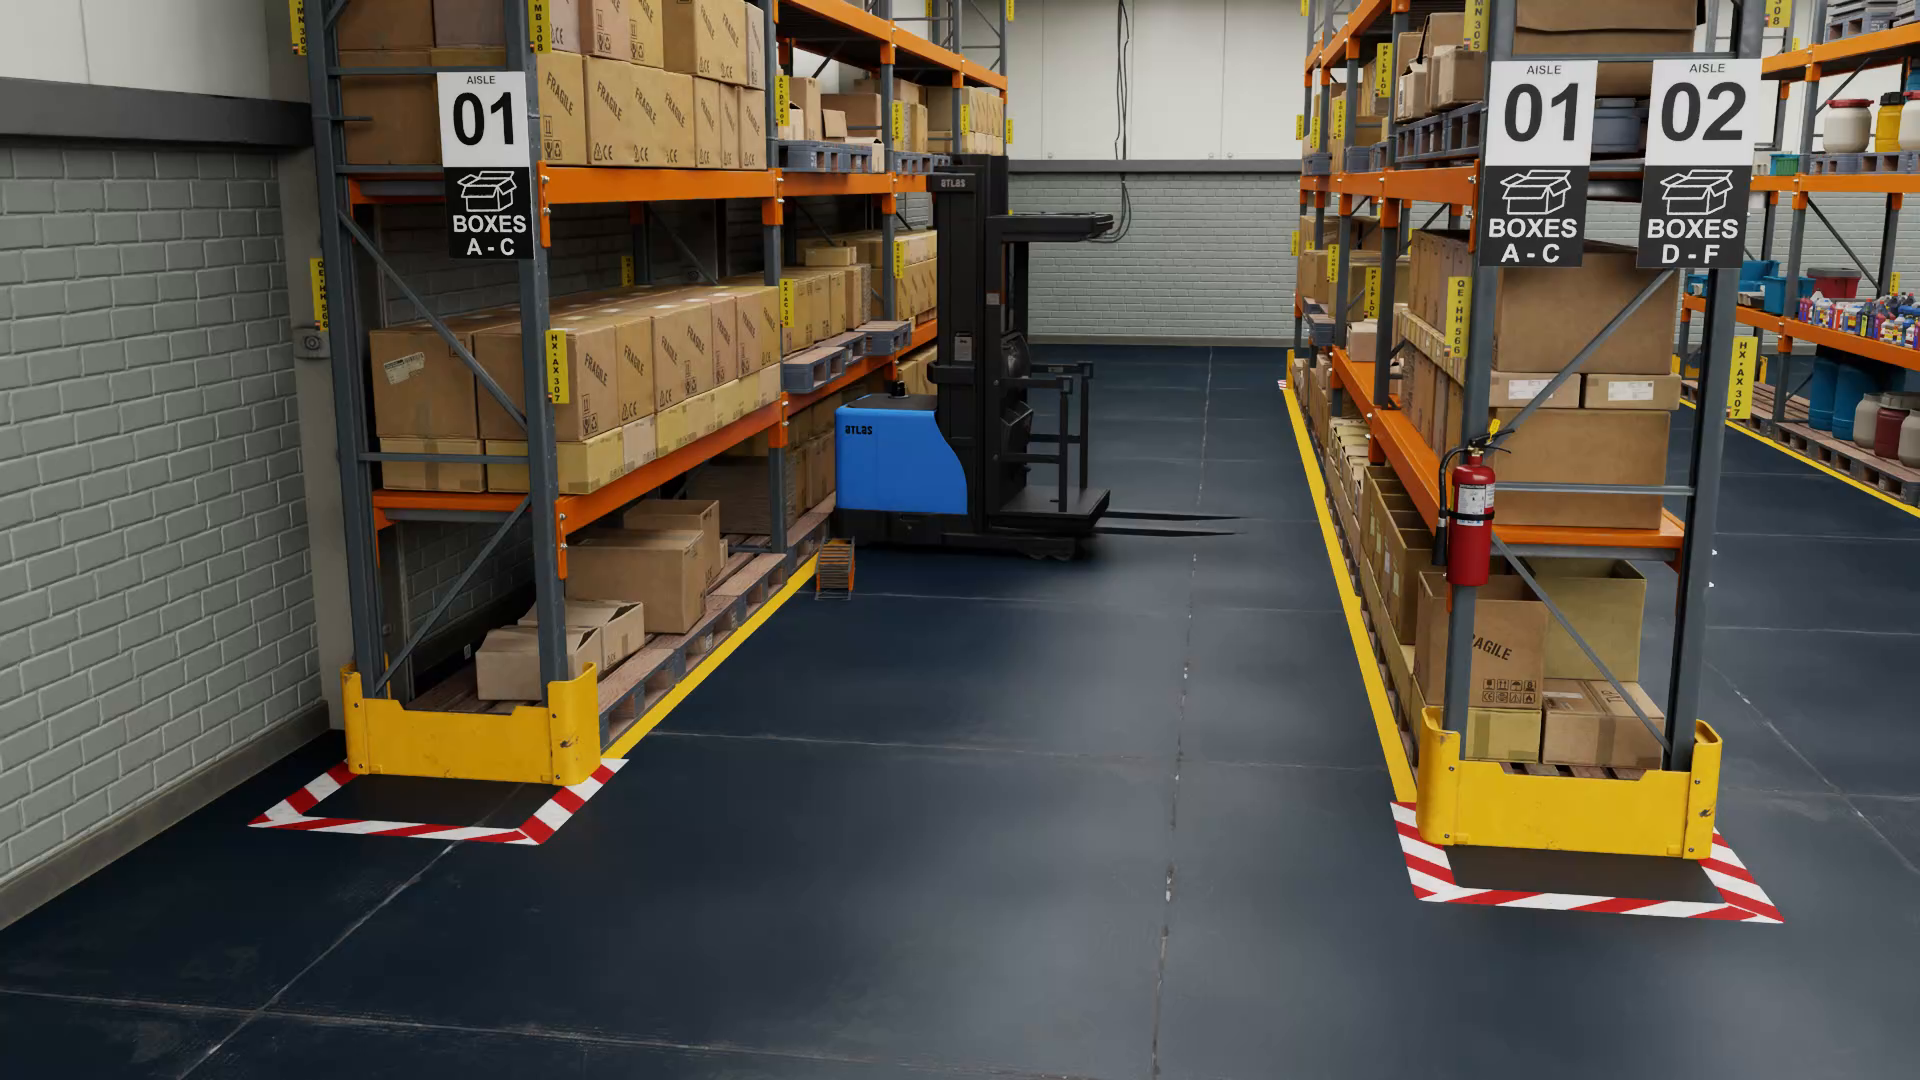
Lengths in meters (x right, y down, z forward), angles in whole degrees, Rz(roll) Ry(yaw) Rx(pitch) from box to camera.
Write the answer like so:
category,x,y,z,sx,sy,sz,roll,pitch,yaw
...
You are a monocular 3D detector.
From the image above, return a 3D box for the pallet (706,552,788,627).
category,x,y,z,sx,sy,sz,roll,pitch,yaw
pallet,-1.783,0.307,11.066,1.003,0.211,1.213,2,12,9

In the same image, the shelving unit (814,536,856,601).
category,x,y,z,sx,sy,sz,roll,pitch,yaw
shelving unit,-0.871,0.189,11.651,0.258,0.189,1.200,0,12,-2

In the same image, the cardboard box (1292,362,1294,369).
category,x,y,z,sx,sy,sz,roll,pitch,yaw
cardboard box,4.623,-2.280,22.177,0.380,0.149,0.250,2,12,9

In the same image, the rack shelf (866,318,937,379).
category,x,y,z,sx,sy,sz,roll,pitch,yaw
rack shelf,-0.792,-2.094,17.297,1.077,0.370,4.000,2,12,9

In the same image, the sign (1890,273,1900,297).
category,x,y,z,sx,sy,sz,roll,pitch,yaw
sign,9.848,-2.658,17.550,0.100,0.325,0.005,2,12,9

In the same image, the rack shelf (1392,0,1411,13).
category,x,y,z,sx,sy,sz,roll,pitch,yaw
rack shelf,2.873,-3.006,8.239,1.077,0.370,4.000,2,12,9

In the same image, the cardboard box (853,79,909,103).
category,x,y,z,sx,sy,sz,roll,pitch,yaw
cardboard box,-0.819,-4.665,17.336,0.500,0.250,0.500,1,12,7

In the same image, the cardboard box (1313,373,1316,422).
category,x,y,z,sx,sy,sz,roll,pitch,yaw
cardboard box,4.025,-1.491,17.682,0.500,0.500,0.500,2,12,9

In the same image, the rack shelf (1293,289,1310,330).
category,x,y,z,sx,sy,sz,roll,pitch,yaw
rack shelf,4.719,-2.767,20.420,1.077,0.370,4.000,2,12,9

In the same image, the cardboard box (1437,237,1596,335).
category,x,y,z,sx,sy,sz,roll,pitch,yaw
cardboard box,2.887,-1.314,8.654,0.700,0.500,0.500,2,12,9

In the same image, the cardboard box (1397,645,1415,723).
category,x,y,z,sx,sy,sz,roll,pitch,yaw
cardboard box,2.421,0.709,8.114,0.500,0.250,0.500,2,12,9

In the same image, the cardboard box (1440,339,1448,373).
category,x,y,z,sx,sy,sz,roll,pitch,yaw
cardboard box,2.634,-0.926,8.391,0.380,0.149,0.250,2,12,10

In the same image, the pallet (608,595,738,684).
category,x,y,z,sx,sy,sz,roll,pitch,yaw
pallet,-1.968,0.562,9.884,1.003,0.211,1.213,2,12,9

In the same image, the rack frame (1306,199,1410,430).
category,x,y,z,sx,sy,sz,roll,pitch,yaw
rack frame,4.411,-2.702,18.412,1.000,3.000,0.127,2,12,9

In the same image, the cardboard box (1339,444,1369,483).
category,x,y,z,sx,sy,sz,roll,pitch,yaw
cardboard box,3.194,-0.583,12.776,0.500,0.311,0.500,2,12,8

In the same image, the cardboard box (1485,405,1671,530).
category,x,y,z,sx,sy,sz,roll,pitch,yaw
cardboard box,2.650,-0.350,7.260,0.700,0.500,0.500,2,12,9

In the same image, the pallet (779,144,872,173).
category,x,y,z,sx,sy,sz,roll,pitch,yaw
pallet,-1.358,-2.912,12.712,1.213,0.211,1.003,2,12,9

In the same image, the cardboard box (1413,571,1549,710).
category,x,y,z,sx,sy,sz,roll,pitch,yaw
cardboard box,2.354,0.447,7.550,0.500,0.500,0.500,2,12,9

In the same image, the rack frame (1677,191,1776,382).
category,x,y,z,sx,sy,sz,roll,pitch,yaw
rack frame,9.920,-3.374,21.528,1.000,3.000,0.127,2,12,9

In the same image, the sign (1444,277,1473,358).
category,x,y,z,sx,sy,sz,roll,pitch,yaw
sign,2.032,-0.907,6.769,0.100,0.325,0.005,2,12,9

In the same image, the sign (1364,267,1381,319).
category,x,y,z,sx,sy,sz,roll,pitch,yaw
sign,2.643,-1.580,10.643,0.100,0.325,0.005,2,12,9

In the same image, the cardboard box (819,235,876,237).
category,x,y,z,sx,sy,sz,roll,pitch,yaw
cardboard box,-1.120,-2.917,16.639,0.500,0.250,0.500,2,12,7

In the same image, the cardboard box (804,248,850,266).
category,x,y,z,sx,sy,sz,roll,pitch,yaw
cardboard box,-1.157,-2.470,14.514,0.380,0.149,0.250,0,12,-1

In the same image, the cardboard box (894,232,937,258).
category,x,y,z,sx,sy,sz,roll,pitch,yaw
cardboard box,-0.470,-3.115,17.556,0.500,0.250,0.500,2,12,10

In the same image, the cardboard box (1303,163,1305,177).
category,x,y,z,sx,sy,sz,roll,pitch,yaw
cardboard box,4.607,-4.726,21.037,0.500,0.250,0.500,2,12,9

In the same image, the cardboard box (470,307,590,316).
category,x,y,z,sx,sy,sz,roll,pitch,yaw
cardboard box,-2.305,-0.984,8.969,0.500,0.500,0.500,2,12,7

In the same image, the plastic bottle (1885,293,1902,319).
category,x,y,z,sx,sy,sz,roll,pitch,yaw
plastic bottle,9.316,-2.281,16.575,0.144,0.351,0.185,2,12,9

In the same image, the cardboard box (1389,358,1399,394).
category,x,y,z,sx,sy,sz,roll,pitch,yaw
cardboard box,3.135,-1.160,11.576,0.396,0.266,0.258,2,12,7

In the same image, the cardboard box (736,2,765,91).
category,x,y,z,sx,sy,sz,roll,pitch,yaw
cardboard box,-1.523,-3.097,10.467,0.500,0.500,0.500,1,12,4

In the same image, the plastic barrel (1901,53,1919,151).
category,x,y,z,sx,sy,sz,roll,pitch,yaw
plastic barrel,9.194,-4.097,15.579,0.600,0.901,0.708,2,12,9

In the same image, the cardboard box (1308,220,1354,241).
category,x,y,z,sx,sy,sz,roll,pitch,yaw
cardboard box,4.309,-3.460,19.319,0.500,0.500,0.500,2,12,8

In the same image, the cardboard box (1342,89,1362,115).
category,x,y,z,sx,sy,sz,roll,pitch,yaw
cardboard box,4.059,-4.091,16.267,0.600,0.600,0.600,1,12,6

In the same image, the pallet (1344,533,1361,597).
category,x,y,z,sx,sy,sz,roll,pitch,yaw
pallet,3.256,0.172,11.696,1.003,0.211,1.213,2,12,9

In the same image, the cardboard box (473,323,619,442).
category,x,y,z,sx,sy,sz,roll,pitch,yaw
cardboard box,-1.959,-0.757,7.913,0.500,0.500,0.500,2,12,9

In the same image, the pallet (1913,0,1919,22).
category,x,y,z,sx,sy,sz,roll,pitch,yaw
pallet,8.831,-4.502,13.922,1.213,0.211,1.003,2,12,9

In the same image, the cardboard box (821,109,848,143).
category,x,y,z,sx,sy,sz,roll,pitch,yaw
cardboard box,-1.390,-3.289,13.722,0.797,0.503,0.637,4,13,17

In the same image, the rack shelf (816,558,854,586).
category,x,y,z,sx,sy,sz,roll,pitch,yaw
rack shelf,-0.865,0.223,11.491,0.258,0.180,0.103,0,12,-2

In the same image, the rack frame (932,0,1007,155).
category,x,y,z,sx,sy,sz,roll,pitch,yaw
rack frame,0.131,-6.627,22.385,1.000,3.000,0.127,2,12,9

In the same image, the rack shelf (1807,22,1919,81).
category,x,y,z,sx,sy,sz,roll,pitch,yaw
rack shelf,8.998,-4.510,15.218,1.077,0.370,4.000,2,12,9

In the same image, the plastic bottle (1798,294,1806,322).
category,x,y,z,sx,sy,sz,roll,pitch,yaw
plastic bottle,8.827,-2.421,17.386,0.061,0.283,0.133,2,12,9

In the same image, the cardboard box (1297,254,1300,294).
category,x,y,z,sx,sy,sz,roll,pitch,yaw
cardboard box,4.698,-3.500,21.876,0.500,0.500,0.500,2,12,10

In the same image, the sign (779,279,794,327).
category,x,y,z,sx,sy,sz,roll,pitch,yaw
sign,-1.177,-1.604,11.261,0.100,0.325,0.005,2,12,9

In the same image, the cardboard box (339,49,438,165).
category,x,y,z,sx,sy,sz,roll,pitch,yaw
cardboard box,-2.516,-1.984,7.675,0.500,0.500,0.500,3,12,13

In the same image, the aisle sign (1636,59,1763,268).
category,x,y,z,sx,sy,sz,roll,pitch,yaw
aisle sign,2.858,-1.451,6.438,0.394,0.787,0.004,2,12,9

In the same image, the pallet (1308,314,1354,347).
category,x,y,z,sx,sy,sz,roll,pitch,yaw
pallet,3.831,-1.919,15.234,1.213,0.211,1.003,2,12,9

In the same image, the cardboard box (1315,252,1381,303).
category,x,y,z,sx,sy,sz,roll,pitch,yaw
cardboard box,4.074,-2.720,17.260,0.700,0.500,0.500,4,13,18

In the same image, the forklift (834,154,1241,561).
category,x,y,z,sx,sy,sz,roll,pitch,yaw
forklift,0.609,-1.403,12.547,3.031,2.935,1.130,3,12,13

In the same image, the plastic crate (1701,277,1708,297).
category,x,y,z,sx,sy,sz,roll,pitch,yaw
plastic crate,9.456,-3.143,20.714,0.416,0.233,0.300,2,12,9

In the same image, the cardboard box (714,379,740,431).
category,x,y,z,sx,sy,sz,roll,pitch,yaw
cardboard box,-1.635,-0.816,9.968,0.500,0.250,0.500,2,12,8

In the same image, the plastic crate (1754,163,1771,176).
category,x,y,z,sx,sy,sz,roll,pitch,yaw
plastic crate,9.125,-4.156,18.661,0.293,0.136,0.466,2,12,9

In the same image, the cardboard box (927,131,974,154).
category,x,y,z,sx,sy,sz,roll,pitch,yaw
cardboard box,-0.117,-4.644,19.426,0.500,0.250,0.500,2,12,8

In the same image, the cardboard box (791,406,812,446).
category,x,y,z,sx,sy,sz,roll,pitch,yaw
cardboard box,-1.477,-0.910,13.206,0.500,0.250,0.500,2,12,7

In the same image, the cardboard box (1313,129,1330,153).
category,x,y,z,sx,sy,sz,roll,pitch,yaw
cardboard box,4.218,-4.450,18.570,0.500,0.250,0.500,2,12,9

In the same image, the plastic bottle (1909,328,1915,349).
category,x,y,z,sx,sy,sz,roll,pitch,yaw
plastic bottle,8.402,-1.781,14.608,0.097,0.201,0.097,0,12,0

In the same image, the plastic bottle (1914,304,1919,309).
category,x,y,z,sx,sy,sz,roll,pitch,yaw
plastic bottle,9.410,-2.179,16.278,0.152,0.276,0.135,2,12,9

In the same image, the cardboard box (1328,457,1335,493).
category,x,y,z,sx,sy,sz,roll,pitch,yaw
cardboard box,3.349,-0.527,13.847,0.500,0.250,0.500,2,12,7
